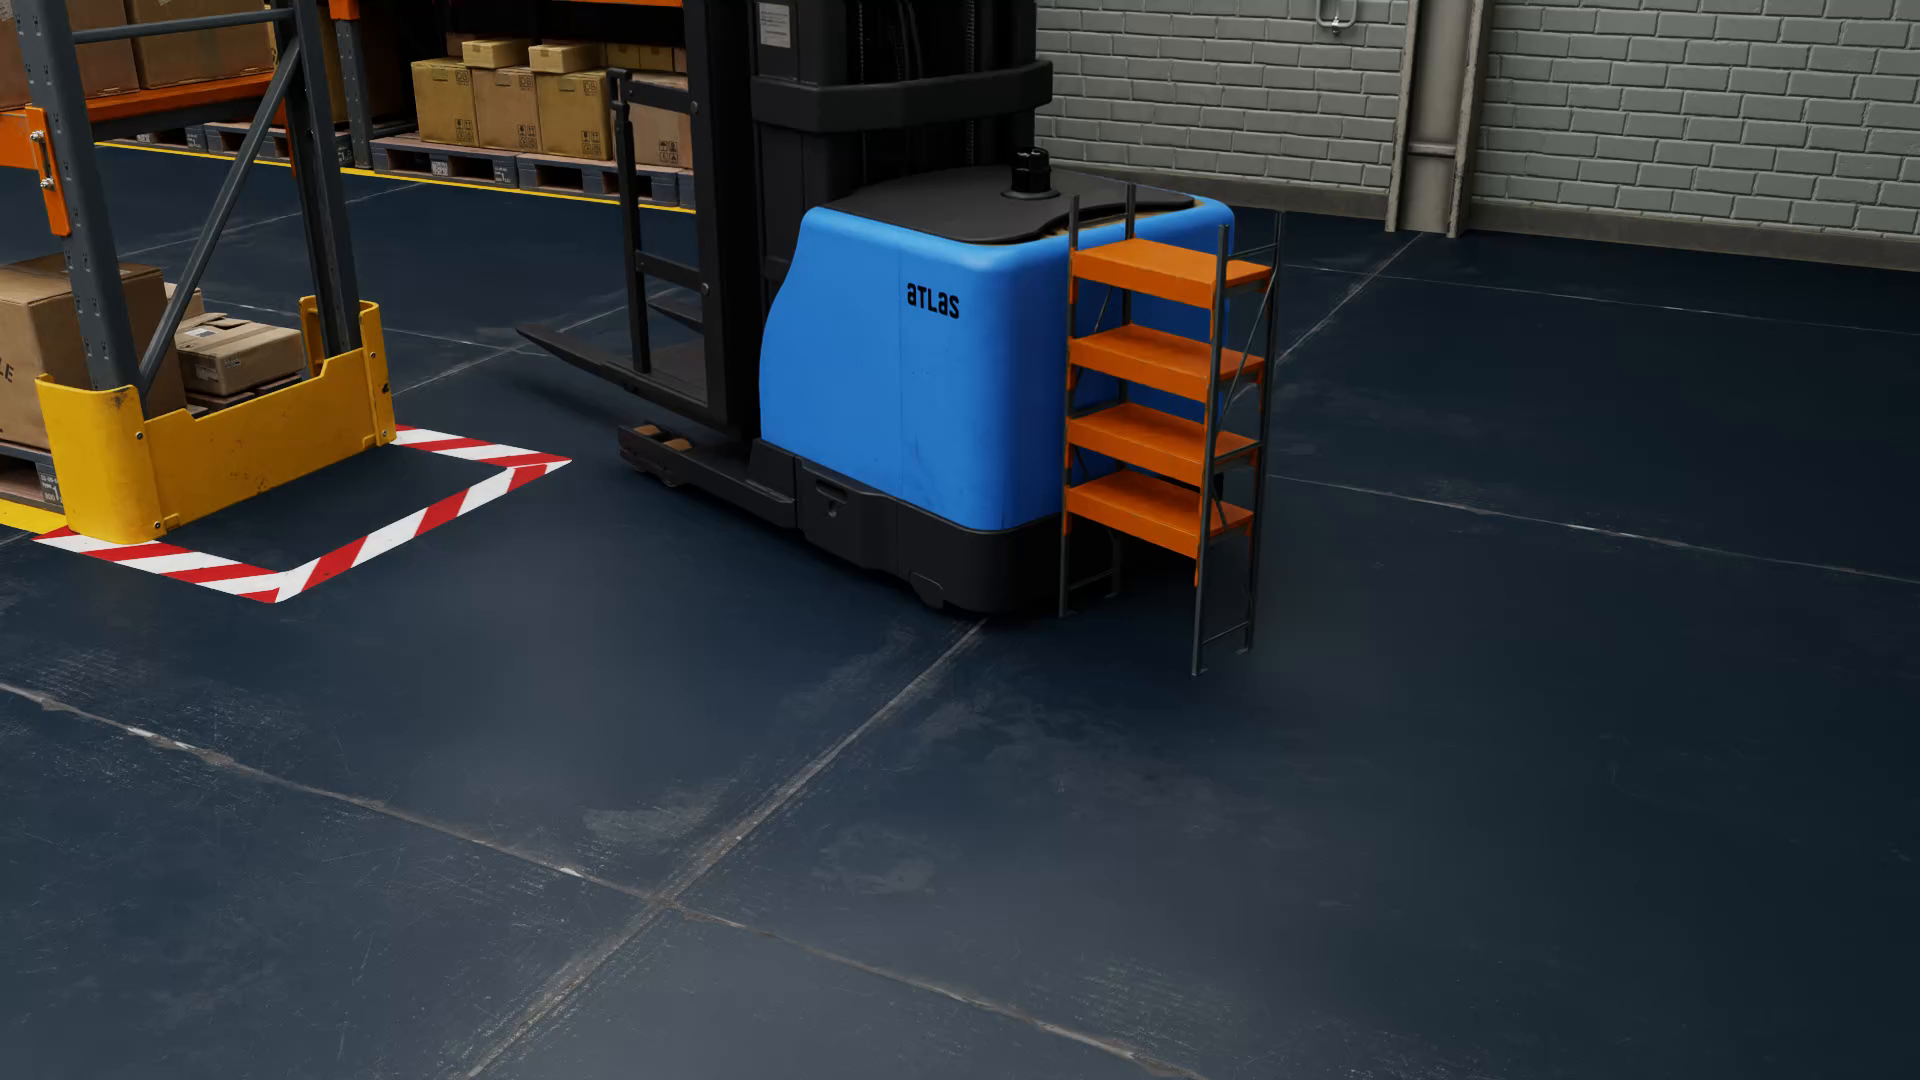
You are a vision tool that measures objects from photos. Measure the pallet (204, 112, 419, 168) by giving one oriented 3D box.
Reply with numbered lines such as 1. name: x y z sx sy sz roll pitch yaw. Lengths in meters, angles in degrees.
1. pallet: -4.464 -2.840 11.659 1.213 0.211 1.003 11 25 25

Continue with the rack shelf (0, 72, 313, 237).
1. rack shelf: -4.189 -1.599 6.095 4.000 0.370 1.077 11 25 25

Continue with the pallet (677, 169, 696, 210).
1. pallet: -0.921 -2.138 10.007 1.213 0.211 1.003 11 25 25

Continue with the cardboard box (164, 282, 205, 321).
1. cardboard box: -3.207 -0.797 6.243 0.500 0.250 0.500 11 25 25

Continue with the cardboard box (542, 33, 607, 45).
1. cardboard box: -2.454 -3.143 10.637 0.250 0.149 0.380 10 25 23

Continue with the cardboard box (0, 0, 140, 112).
1. cardboard box: -2.926 -1.607 5.067 0.500 0.500 0.500 12 26 26

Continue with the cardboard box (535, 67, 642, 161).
1. cardboard box: -2.217 -2.707 10.441 0.500 0.500 0.700 12 26 26

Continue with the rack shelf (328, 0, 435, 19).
1. rack shelf: -5.527 -4.036 11.826 4.000 0.370 1.077 11 25 25

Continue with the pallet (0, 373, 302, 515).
1. pallet: -3.183 -0.447 6.032 1.213 0.211 1.003 11 25 25

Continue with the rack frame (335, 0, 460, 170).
1. rack frame: -3.742 -4.014 10.855 0.127 3.000 1.000 11 25 25

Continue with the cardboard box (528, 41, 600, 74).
1. cardboard box: -2.431 -2.971 10.232 0.250 0.149 0.380 10 25 23

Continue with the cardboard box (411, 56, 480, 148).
1. cardboard box: -3.121 -2.889 10.867 0.500 0.500 0.700 12 26 25

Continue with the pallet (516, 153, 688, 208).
1. pallet: -2.006 -2.354 10.515 1.213 0.211 1.003 11 25 25

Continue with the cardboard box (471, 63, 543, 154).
1. cardboard box: -2.674 -2.799 10.656 0.500 0.500 0.700 11 25 24

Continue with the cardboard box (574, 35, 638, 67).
1. cardboard box: -2.229 -3.099 10.532 0.250 0.149 0.380 11 26 25

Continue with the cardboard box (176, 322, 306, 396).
1. cardboard box: -2.622 -0.661 6.052 0.250 0.149 0.380 11 25 25

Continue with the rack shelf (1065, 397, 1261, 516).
1. rack shelf: 0.540 -0.230 4.429 0.258 0.148 0.480 -20 30 -39

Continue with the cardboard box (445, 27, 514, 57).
1. cardboard box: -3.160 -3.282 10.963 0.250 0.149 0.380 11 25 24

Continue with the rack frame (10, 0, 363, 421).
1. rack frame: -2.404 -1.577 5.124 0.127 3.000 1.000 11 25 25

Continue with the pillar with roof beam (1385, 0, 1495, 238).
1. pillar with roof beam: 0.685 -4.390 4.074 0.400 9.000 9.100 11 25 25

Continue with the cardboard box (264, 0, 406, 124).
1. cardboard box: -4.380 -3.287 11.356 0.750 0.750 0.750 12 26 25

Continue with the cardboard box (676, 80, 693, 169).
1. cardboard box: -1.288 -2.527 10.017 0.500 0.500 0.700 11 25 24

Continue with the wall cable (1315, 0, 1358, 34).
1. wall cable: 1.398 -3.879 9.240 1.851 1.984 0.084 11 25 25

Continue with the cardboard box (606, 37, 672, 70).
1. cardboard box: -1.998 -3.053 10.425 0.250 0.149 0.380 11 25 24

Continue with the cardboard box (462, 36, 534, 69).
1. cardboard box: -2.897 -3.063 10.448 0.250 0.149 0.380 12 26 26

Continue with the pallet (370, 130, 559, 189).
1. pallet: -3.098 -2.569 11.021 1.213 0.211 1.003 11 25 25

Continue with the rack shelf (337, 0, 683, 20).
1. rack shelf: -1.957 -3.329 10.165 4.000 0.370 1.077 11 25 25

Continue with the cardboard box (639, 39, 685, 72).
1. cardboard box: -1.772 -3.008 10.320 0.250 0.149 0.380 11 26 25

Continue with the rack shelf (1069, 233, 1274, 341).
1. rack shelf: 0.540 -0.653 4.249 0.258 0.148 0.480 -20 30 -39

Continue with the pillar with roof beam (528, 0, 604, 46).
1. pillar with roof beam: -4.669 -5.449 6.565 0.400 9.000 9.100 11 25 25

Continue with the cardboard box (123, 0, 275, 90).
1. cardboard box: -2.681 -1.793 5.505 0.500 0.500 0.500 12 26 26

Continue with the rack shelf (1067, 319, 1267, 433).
1. rack shelf: 0.540 -0.436 4.342 0.258 0.148 0.480 -20 30 -39

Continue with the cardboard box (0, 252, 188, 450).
1. cardboard box: -3.000 -0.639 5.551 0.500 0.500 0.500 11 25 25

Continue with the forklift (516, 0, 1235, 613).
1. forklift: -0.538 -1.643 5.369 1.130 2.935 3.031 -19 30 -38

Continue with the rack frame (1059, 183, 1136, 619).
1. rack frame: 0.374 -0.362 4.568 0.240 1.200 0.015 -20 30 -39

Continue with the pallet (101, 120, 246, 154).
1. pallet: -5.557 -3.055 12.164 1.213 0.211 1.003 11 25 25

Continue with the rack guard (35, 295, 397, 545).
1. rack guard: -2.472 -0.440 5.645 0.348 0.500 1.175 11 25 25

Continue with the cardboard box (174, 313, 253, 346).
1. cardboard box: -2.845 -0.713 6.152 0.250 0.166 0.380 11 25 25

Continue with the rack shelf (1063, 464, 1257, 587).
1. rack shelf: 0.540 -0.047 4.507 0.258 0.148 0.480 -20 30 -39

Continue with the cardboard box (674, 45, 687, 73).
1. cardboard box: -1.543 -2.963 10.214 0.250 0.149 0.380 12 26 25

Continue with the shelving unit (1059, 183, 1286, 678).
1. shelving unit: 0.540 -0.292 4.403 0.258 1.200 0.503 -20 30 -39

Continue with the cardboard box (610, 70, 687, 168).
1. cardboard box: -1.738 -2.616 10.225 0.500 0.500 0.700 10 25 23

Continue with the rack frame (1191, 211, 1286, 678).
1. rack frame: 0.706 -0.222 4.238 0.240 1.200 0.015 -20 30 -39
